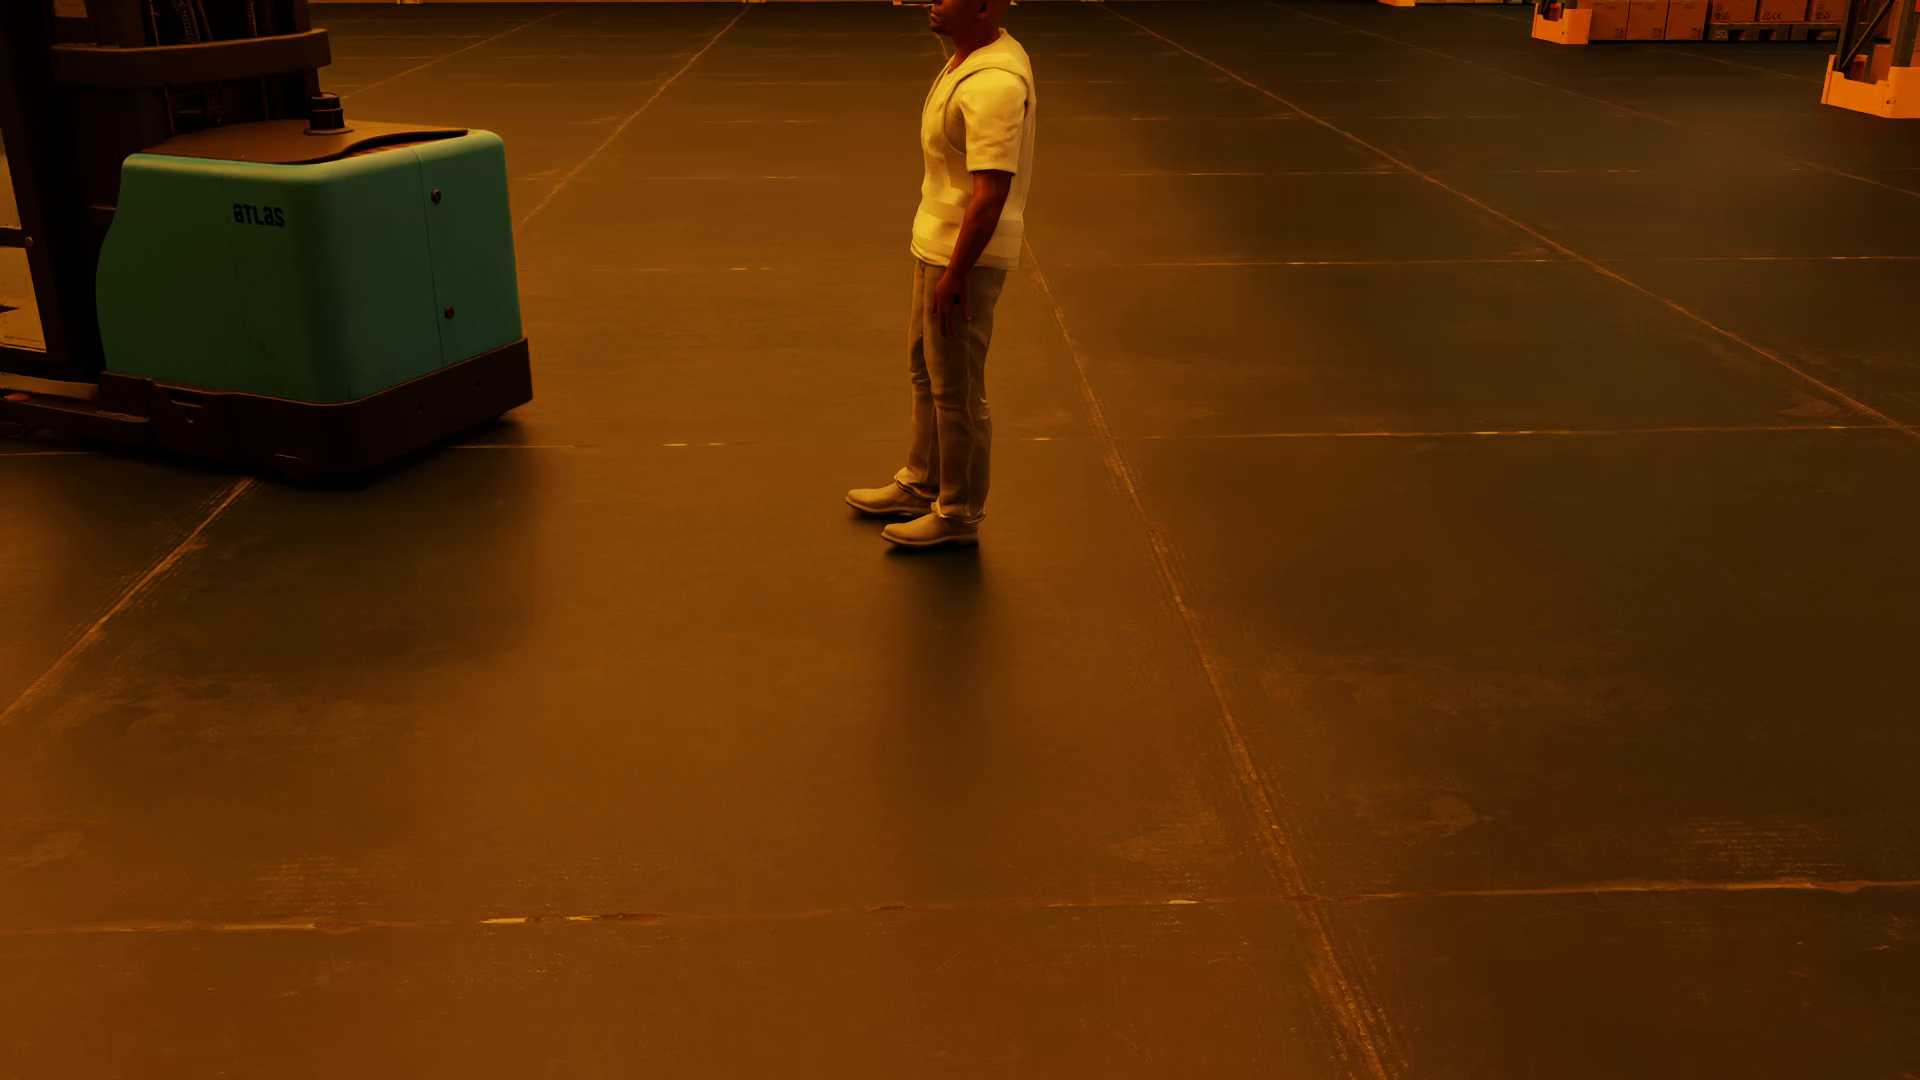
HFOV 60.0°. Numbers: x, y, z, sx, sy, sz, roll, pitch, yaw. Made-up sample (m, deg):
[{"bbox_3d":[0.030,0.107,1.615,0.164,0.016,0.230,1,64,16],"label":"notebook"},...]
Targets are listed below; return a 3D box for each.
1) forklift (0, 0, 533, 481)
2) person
[{"bbox_3d":[-3.193,-1.904,6.010,3.031,2.935,1.130,9,23,22],"label":"forklift"},{"bbox_3d":[-0.070,-0.829,4.848,0.575,1.768,0.666,-1,21,-3],"label":"person"}]
